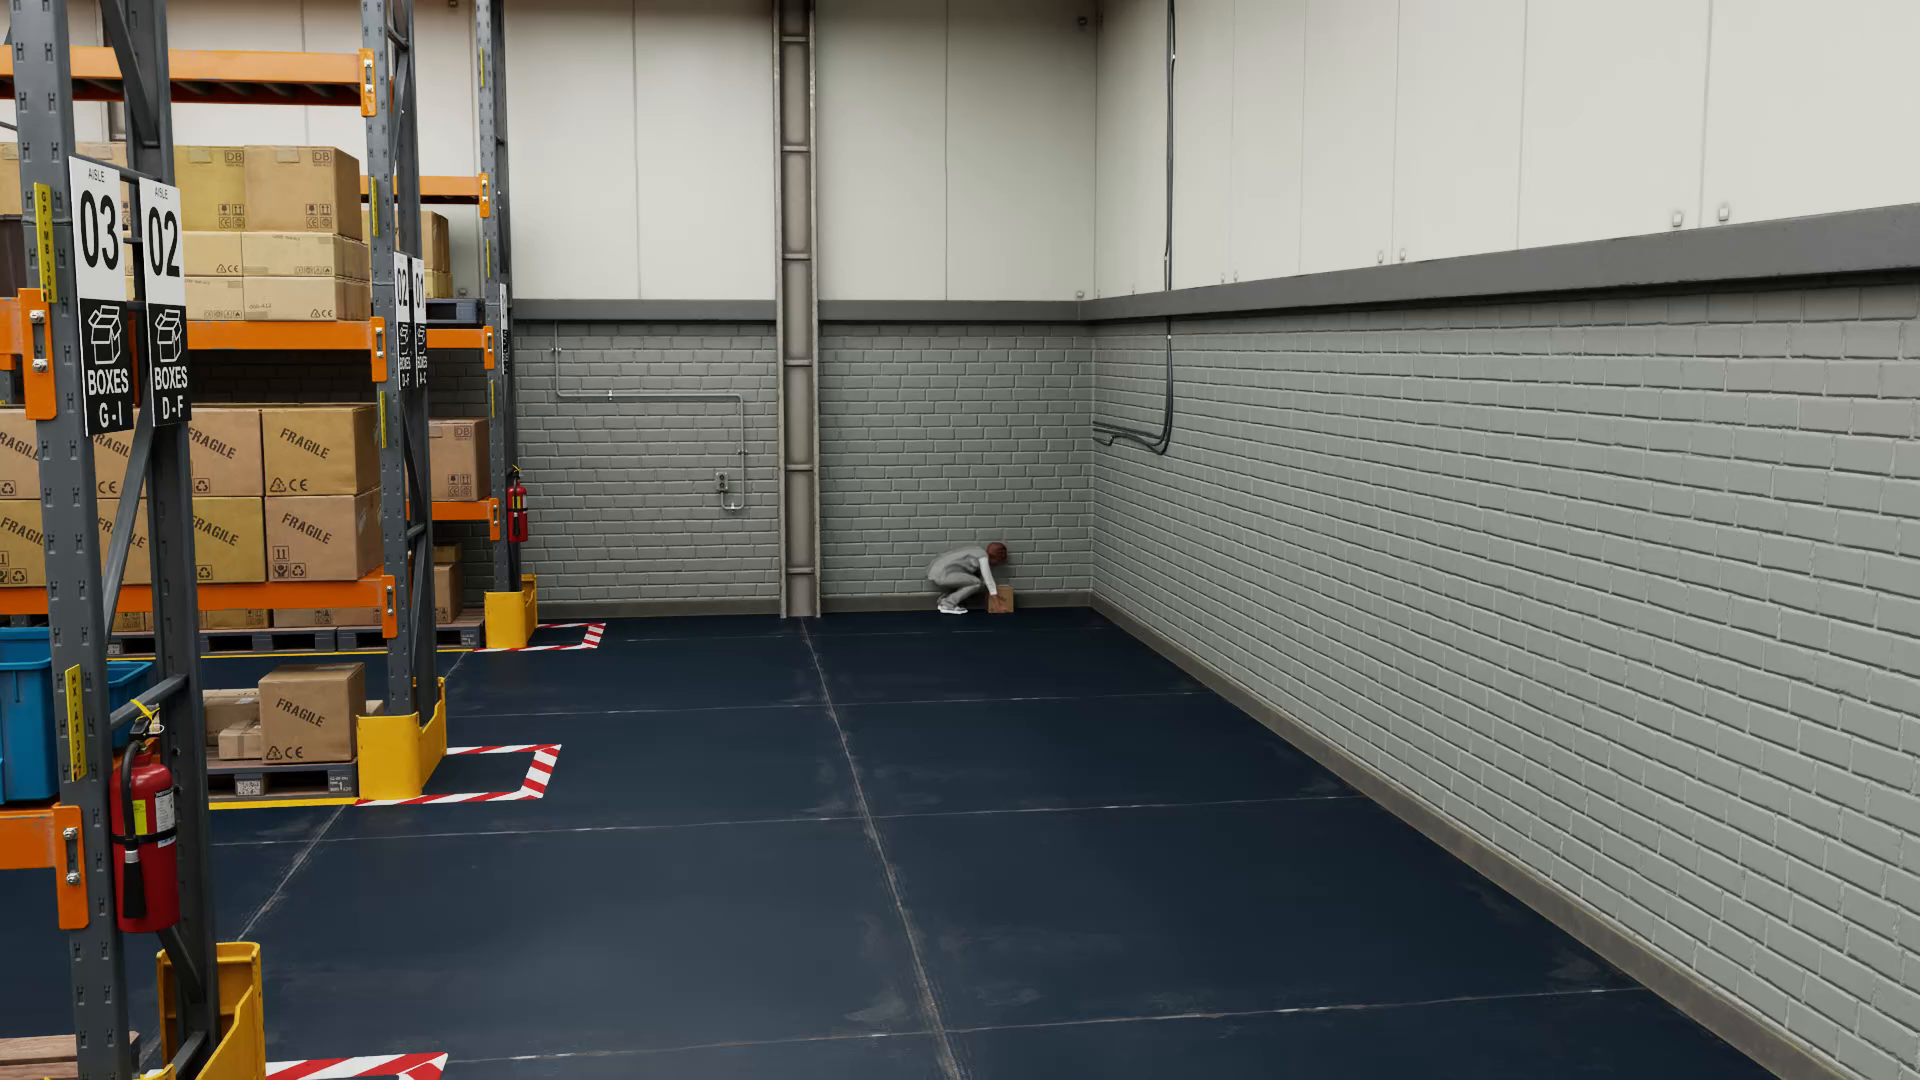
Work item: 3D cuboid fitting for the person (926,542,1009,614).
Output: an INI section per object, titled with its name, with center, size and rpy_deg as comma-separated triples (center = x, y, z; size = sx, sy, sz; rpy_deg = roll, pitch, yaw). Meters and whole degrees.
[person]
center = 0.071, 0.407, 16.695
size = 0.840, 0.760, 0.433
rpy_deg = -1, 7, -10
